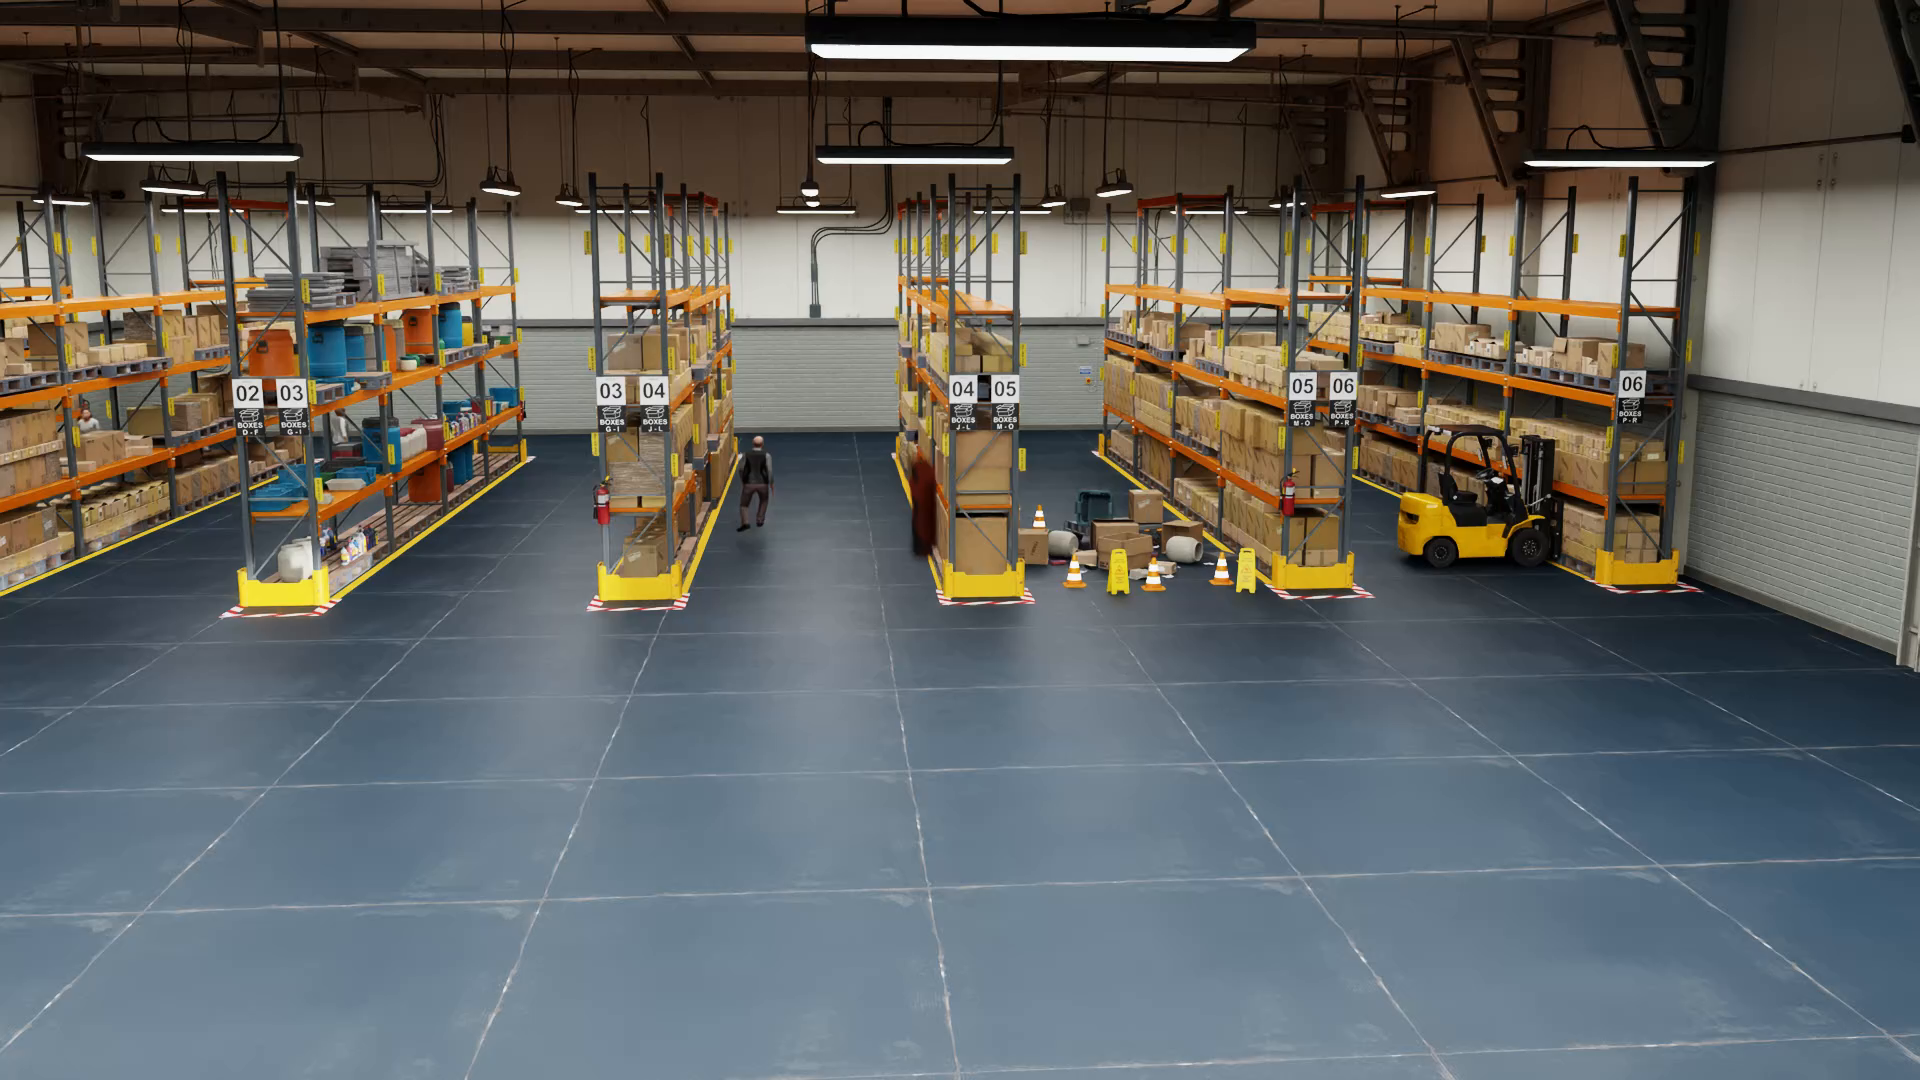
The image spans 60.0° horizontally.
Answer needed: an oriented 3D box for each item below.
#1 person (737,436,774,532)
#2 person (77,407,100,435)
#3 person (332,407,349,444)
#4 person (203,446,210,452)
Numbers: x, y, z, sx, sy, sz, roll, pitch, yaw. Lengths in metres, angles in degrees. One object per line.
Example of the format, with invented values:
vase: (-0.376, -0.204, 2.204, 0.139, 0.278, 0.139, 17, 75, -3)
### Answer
person: (-3.472, -0.960, 28.221, 0.633, 1.590, 0.696, -1, 10, -3)
person: (-18.615, -2.059, 35.627, 0.450, 1.625, 0.948, -1, 10, -8)
person: (-13.380, -2.070, 35.912, 0.491, 1.634, 0.377, 7, 12, 36)
person: (-18.607, -3.014, 40.700, 0.741, 1.732, 0.543, 0, 10, -3)
